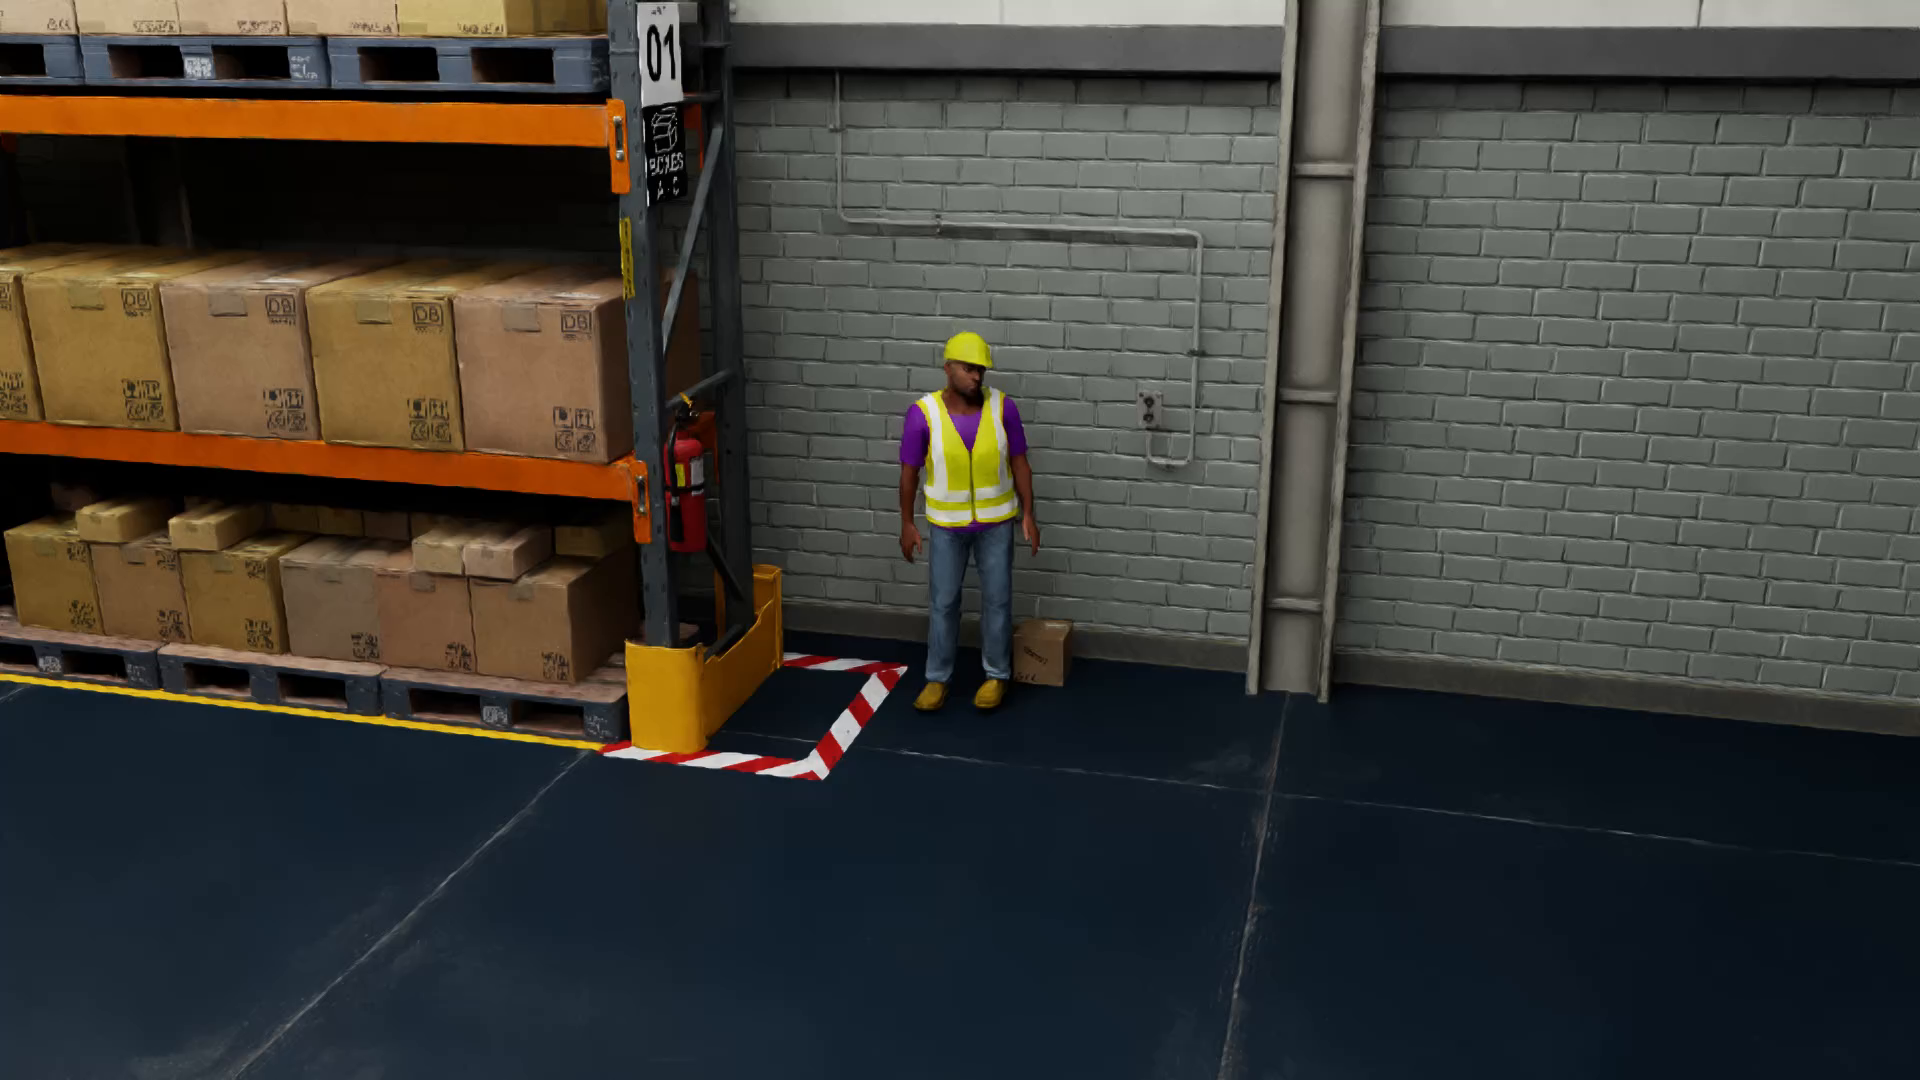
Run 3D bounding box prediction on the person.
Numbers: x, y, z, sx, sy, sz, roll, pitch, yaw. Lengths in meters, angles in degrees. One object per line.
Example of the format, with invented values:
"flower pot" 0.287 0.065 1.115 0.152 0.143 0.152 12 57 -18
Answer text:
"person" 0.041 -0.079 7.681 0.639 1.771 0.373 -2 18 -5
